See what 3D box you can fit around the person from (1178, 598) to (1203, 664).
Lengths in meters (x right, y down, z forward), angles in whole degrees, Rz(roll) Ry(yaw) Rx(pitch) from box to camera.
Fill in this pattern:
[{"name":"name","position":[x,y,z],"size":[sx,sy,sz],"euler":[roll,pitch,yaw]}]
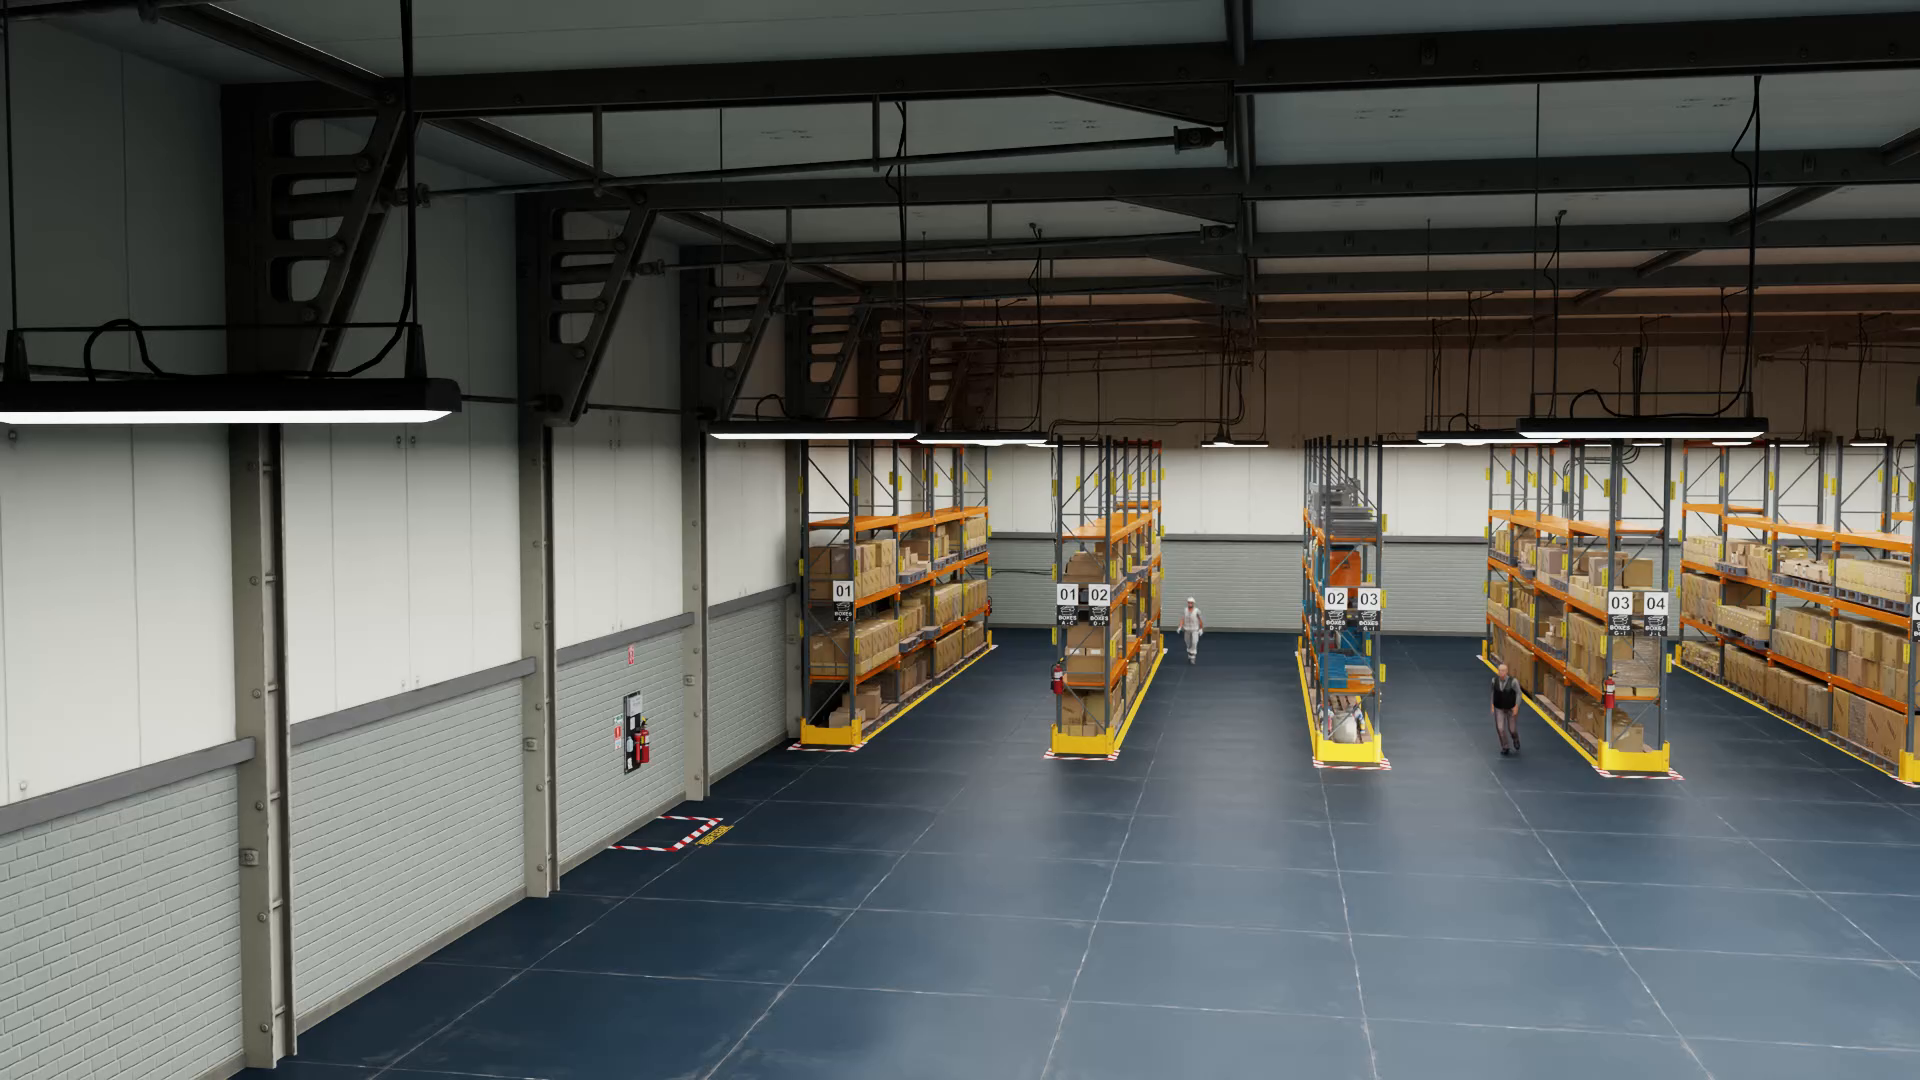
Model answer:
[{"name":"person","position":[6.185,2.419,44.668],"size":[0.656,1.726,1.068],"euler":[1,3,13]}]

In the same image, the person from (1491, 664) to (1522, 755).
[{"name":"person","position":[10.353,3.181,31.463],"size":[0.597,1.692,0.656],"euler":[2,4,32]}]
